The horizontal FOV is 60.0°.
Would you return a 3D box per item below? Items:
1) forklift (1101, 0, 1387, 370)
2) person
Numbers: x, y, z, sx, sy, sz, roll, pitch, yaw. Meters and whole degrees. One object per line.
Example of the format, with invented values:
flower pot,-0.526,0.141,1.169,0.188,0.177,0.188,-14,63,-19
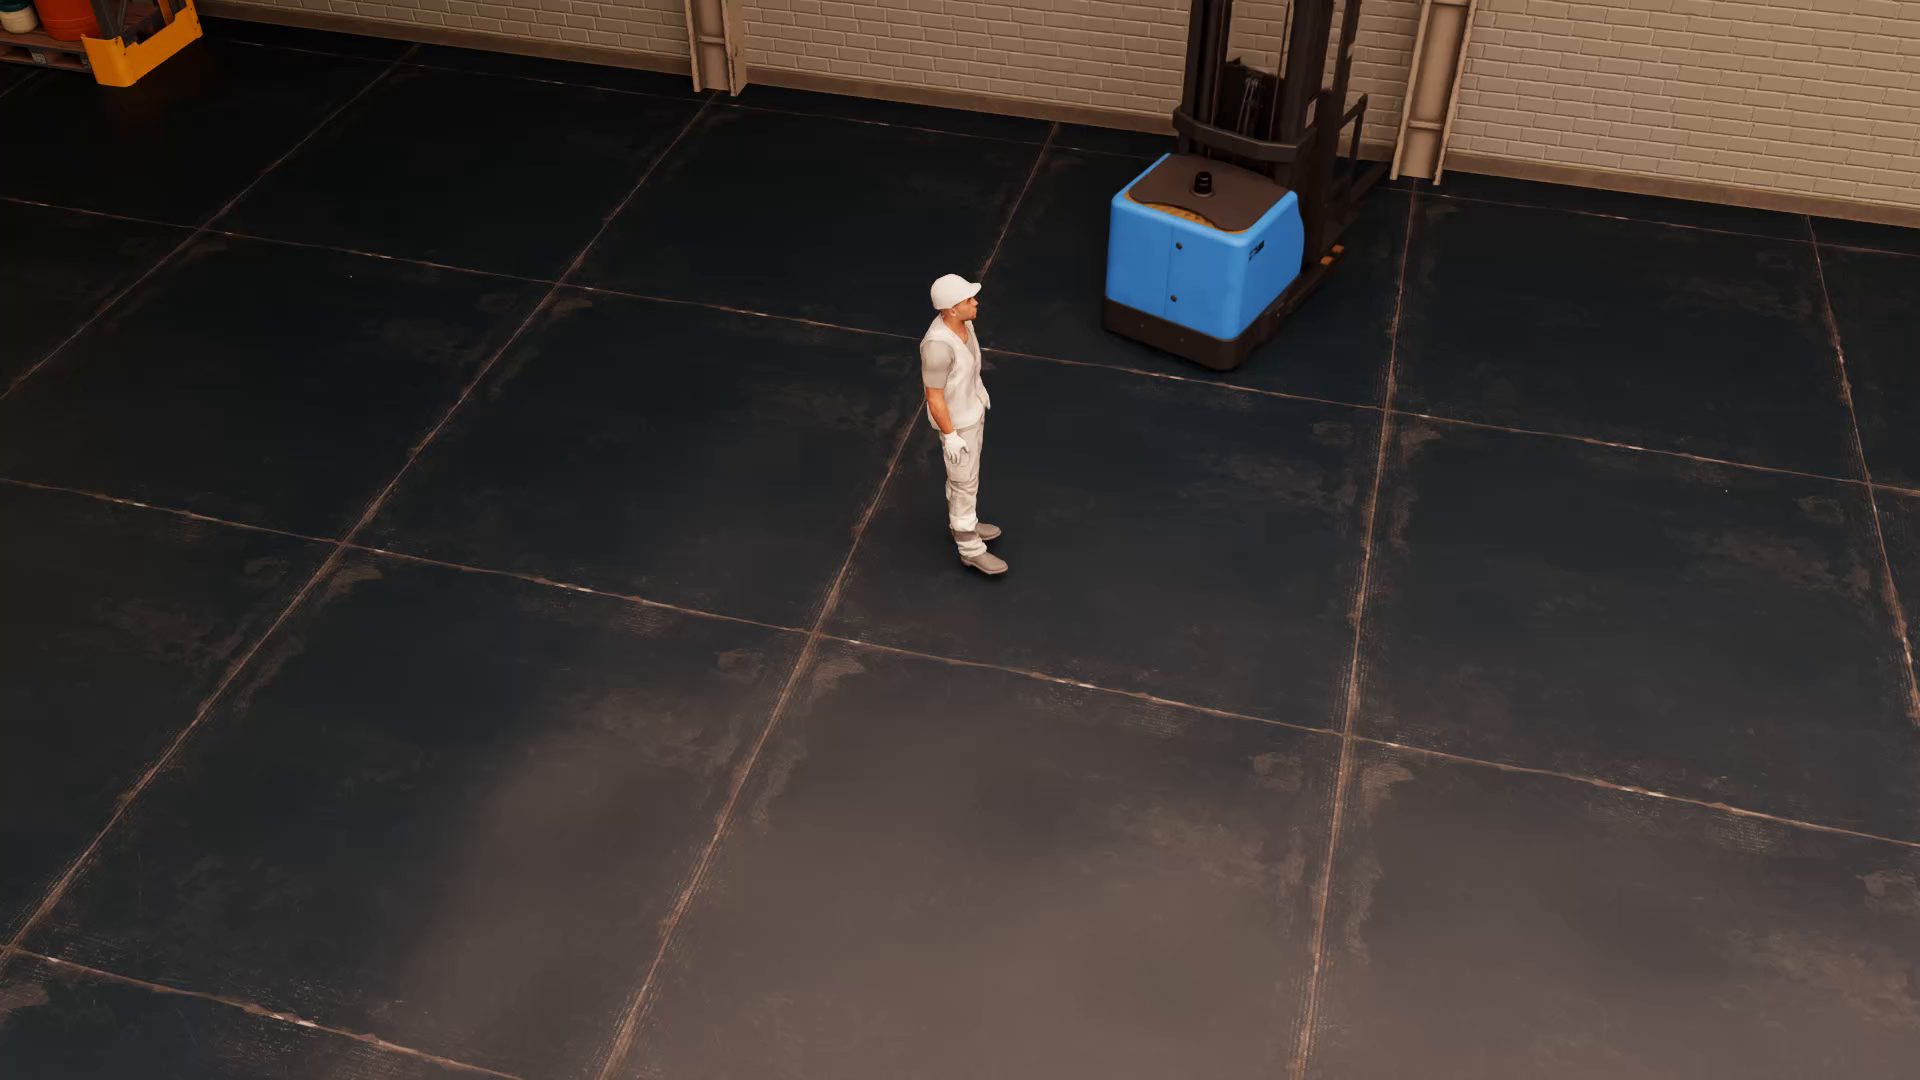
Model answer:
forklift,2.240,-3.193,11.504,1.130,2.935,3.031,24,47,25
person,0.075,-0.688,9.441,0.561,1.789,0.638,10,42,11
